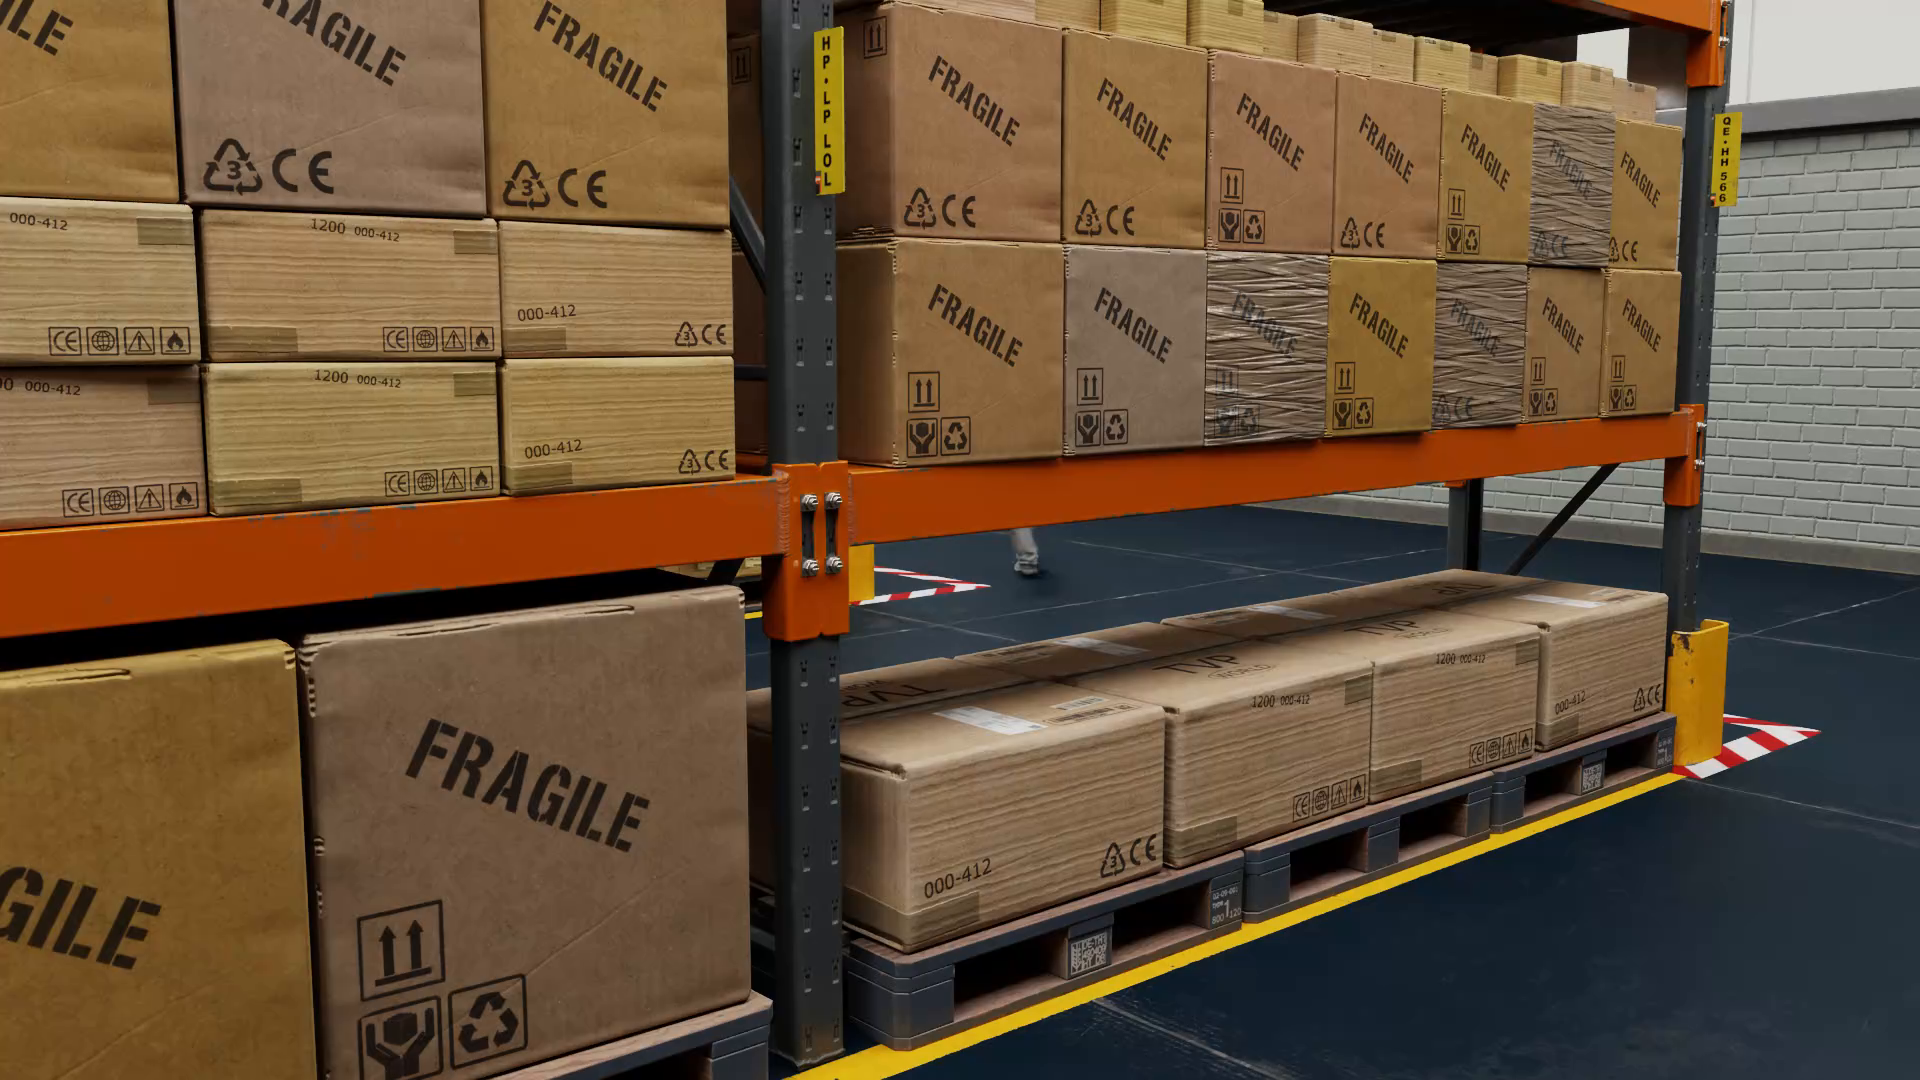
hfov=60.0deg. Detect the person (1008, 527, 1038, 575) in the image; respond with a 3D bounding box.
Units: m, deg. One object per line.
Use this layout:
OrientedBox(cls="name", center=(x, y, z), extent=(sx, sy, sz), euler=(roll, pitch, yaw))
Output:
OrientedBox(cls="person", center=(0.341, -0.631, 10.743), extent=(0.588, 1.824, 0.609), euler=(-3, 8, -24))
